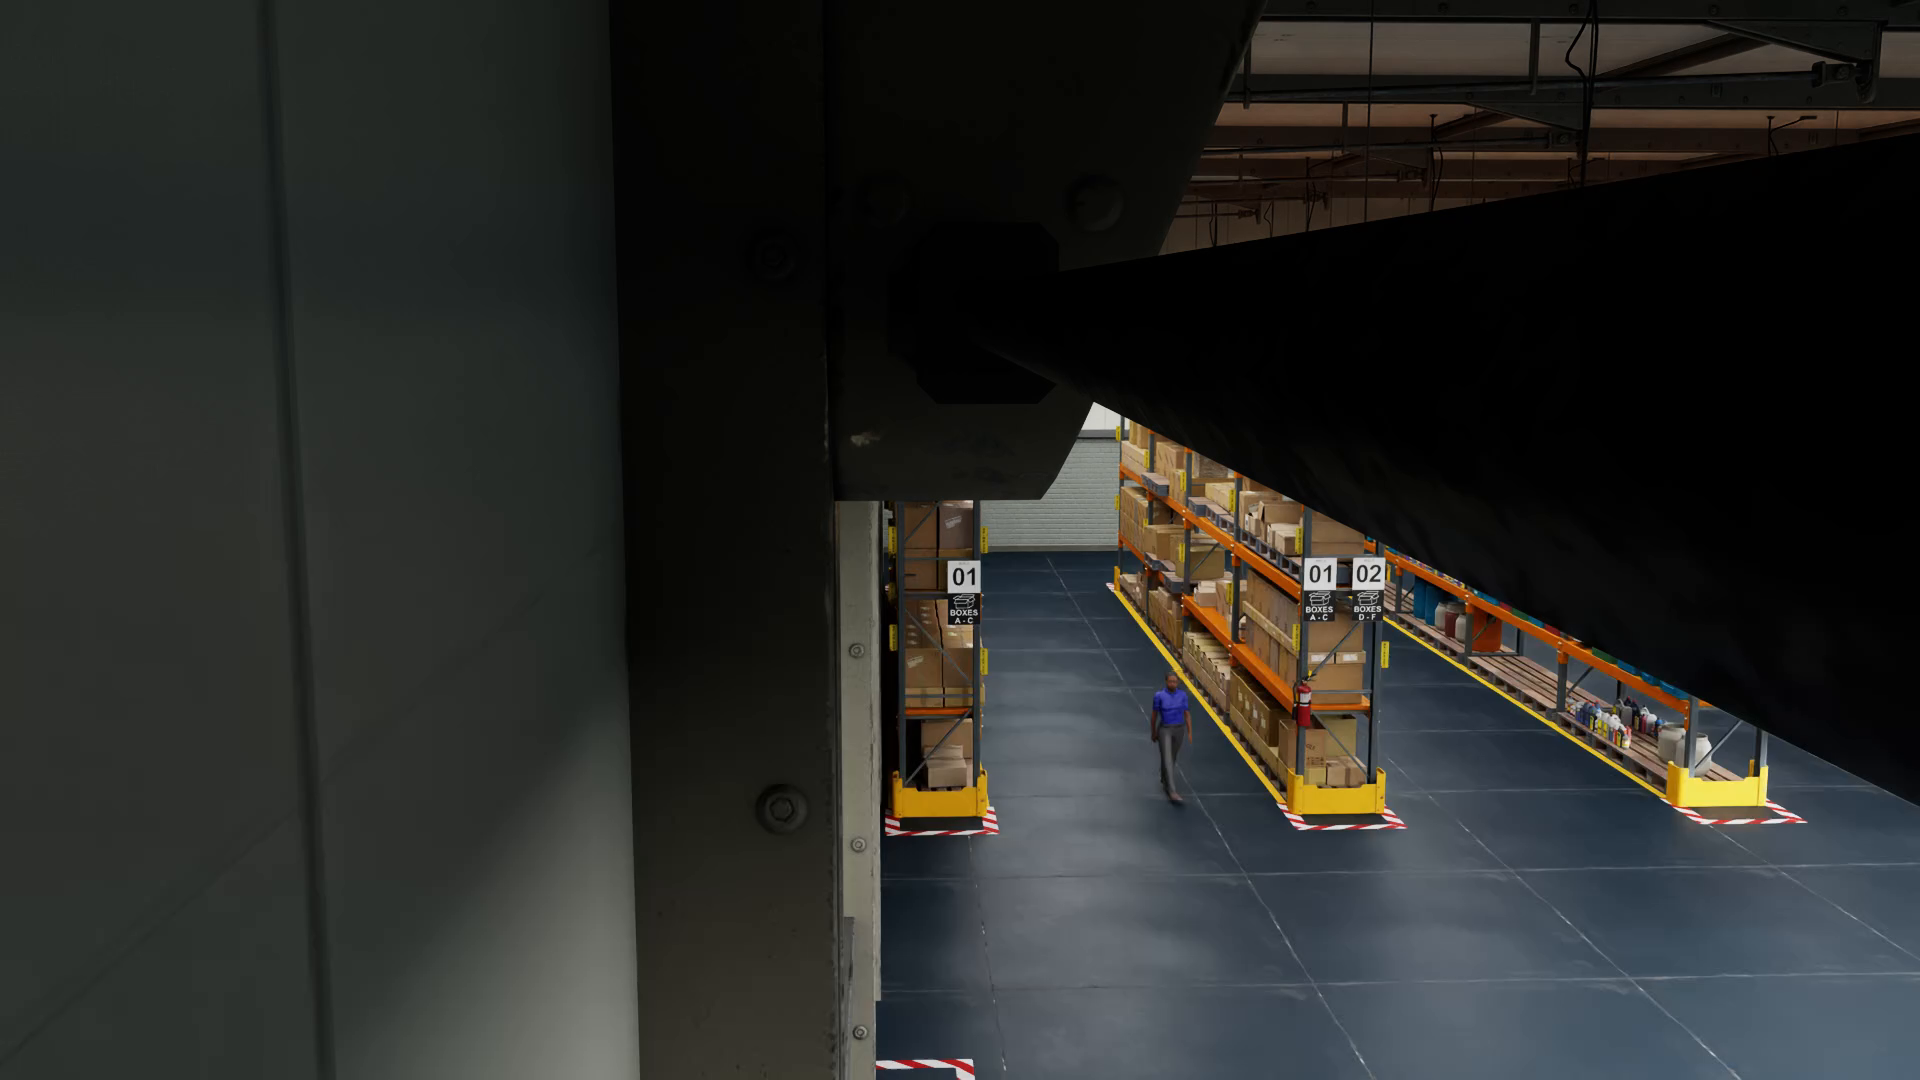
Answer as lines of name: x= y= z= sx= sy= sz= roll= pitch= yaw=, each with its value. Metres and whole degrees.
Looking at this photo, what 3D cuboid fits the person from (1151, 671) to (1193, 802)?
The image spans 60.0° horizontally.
person: x=2.723 y=2.468 z=21.260 sx=0.464 sy=1.602 sz=1.002 roll=-2 pitch=8 yaw=-12
